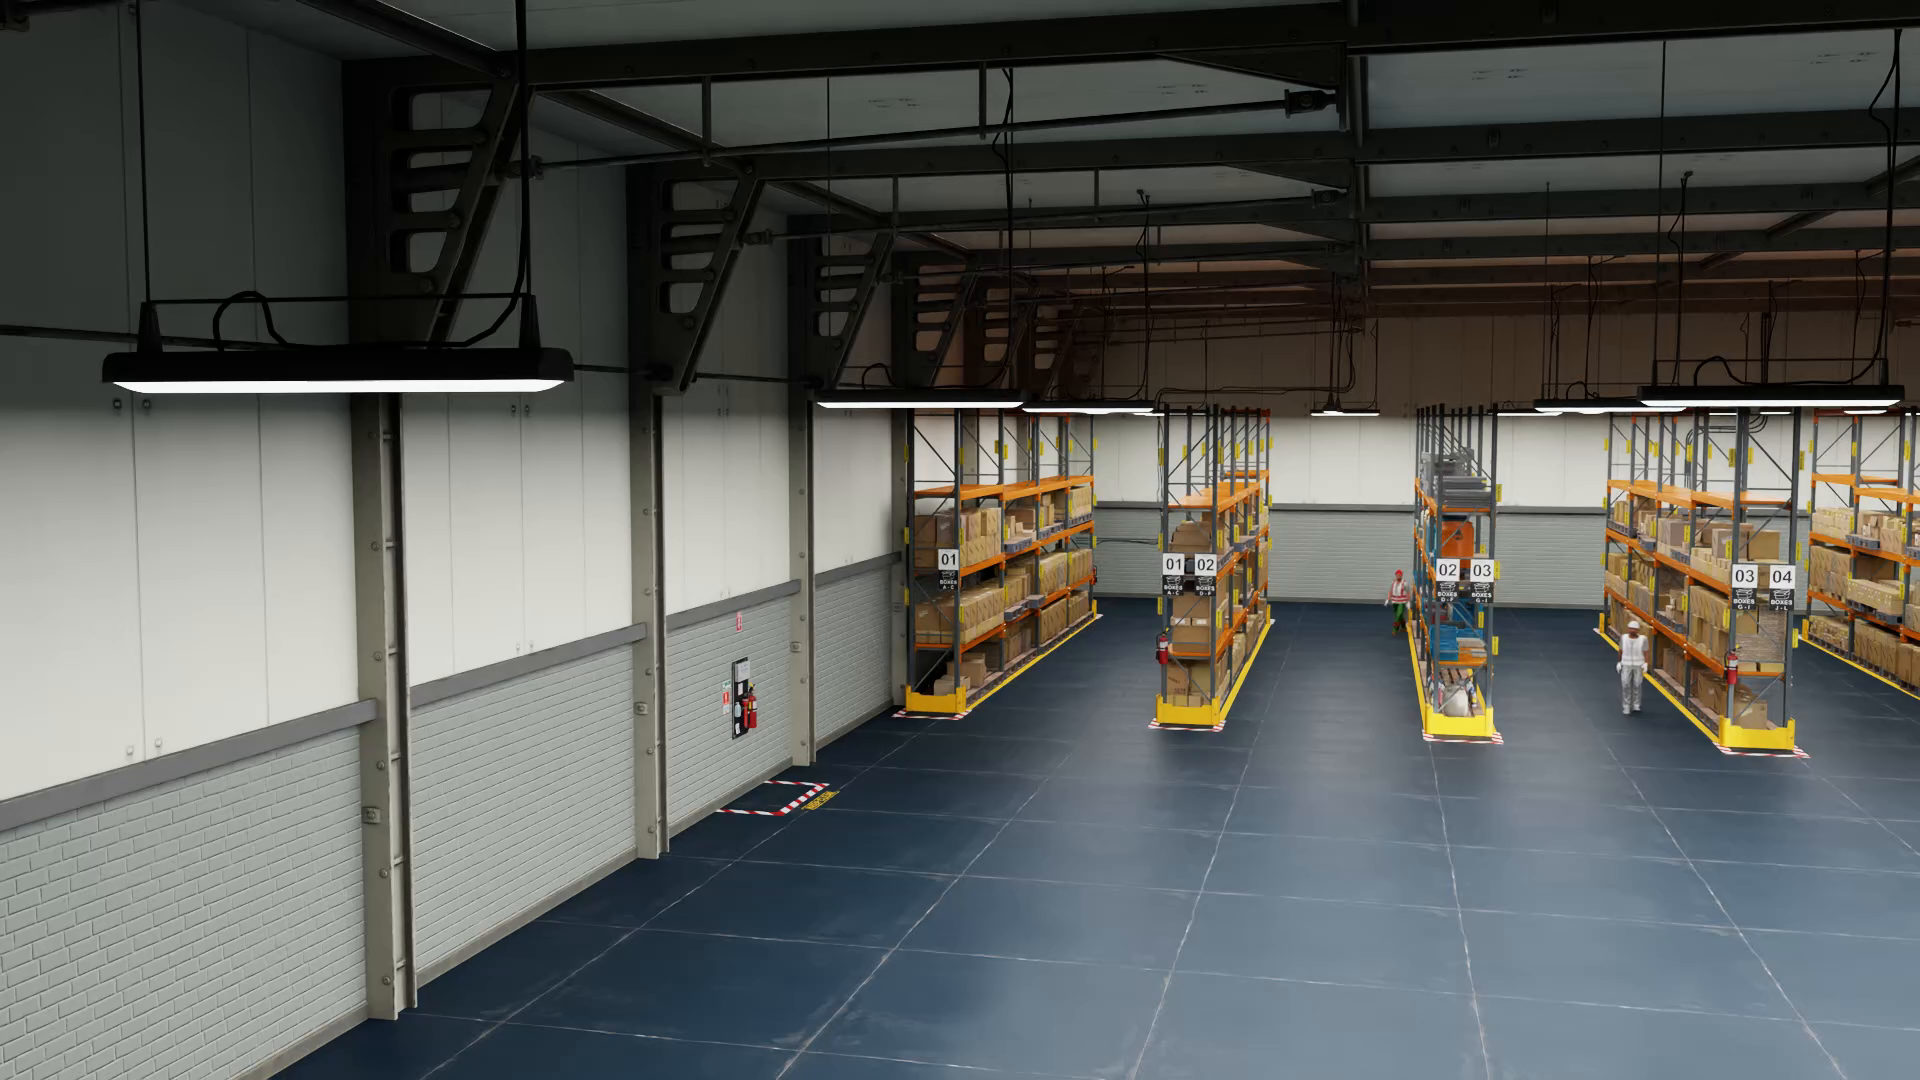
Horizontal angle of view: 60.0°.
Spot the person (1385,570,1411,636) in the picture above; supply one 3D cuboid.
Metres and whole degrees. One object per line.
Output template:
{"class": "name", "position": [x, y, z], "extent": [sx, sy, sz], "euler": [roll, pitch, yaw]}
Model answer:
{"class": "person", "position": [11.570, 1.646, 43.872], "extent": [0.567, 1.728, 1.136], "euler": [4, 6, 44]}

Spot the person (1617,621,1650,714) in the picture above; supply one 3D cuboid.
{"class": "person", "position": [13.140, 2.491, 32.451], "extent": [0.591, 1.835, 0.526], "euler": [2, 5, 24]}
